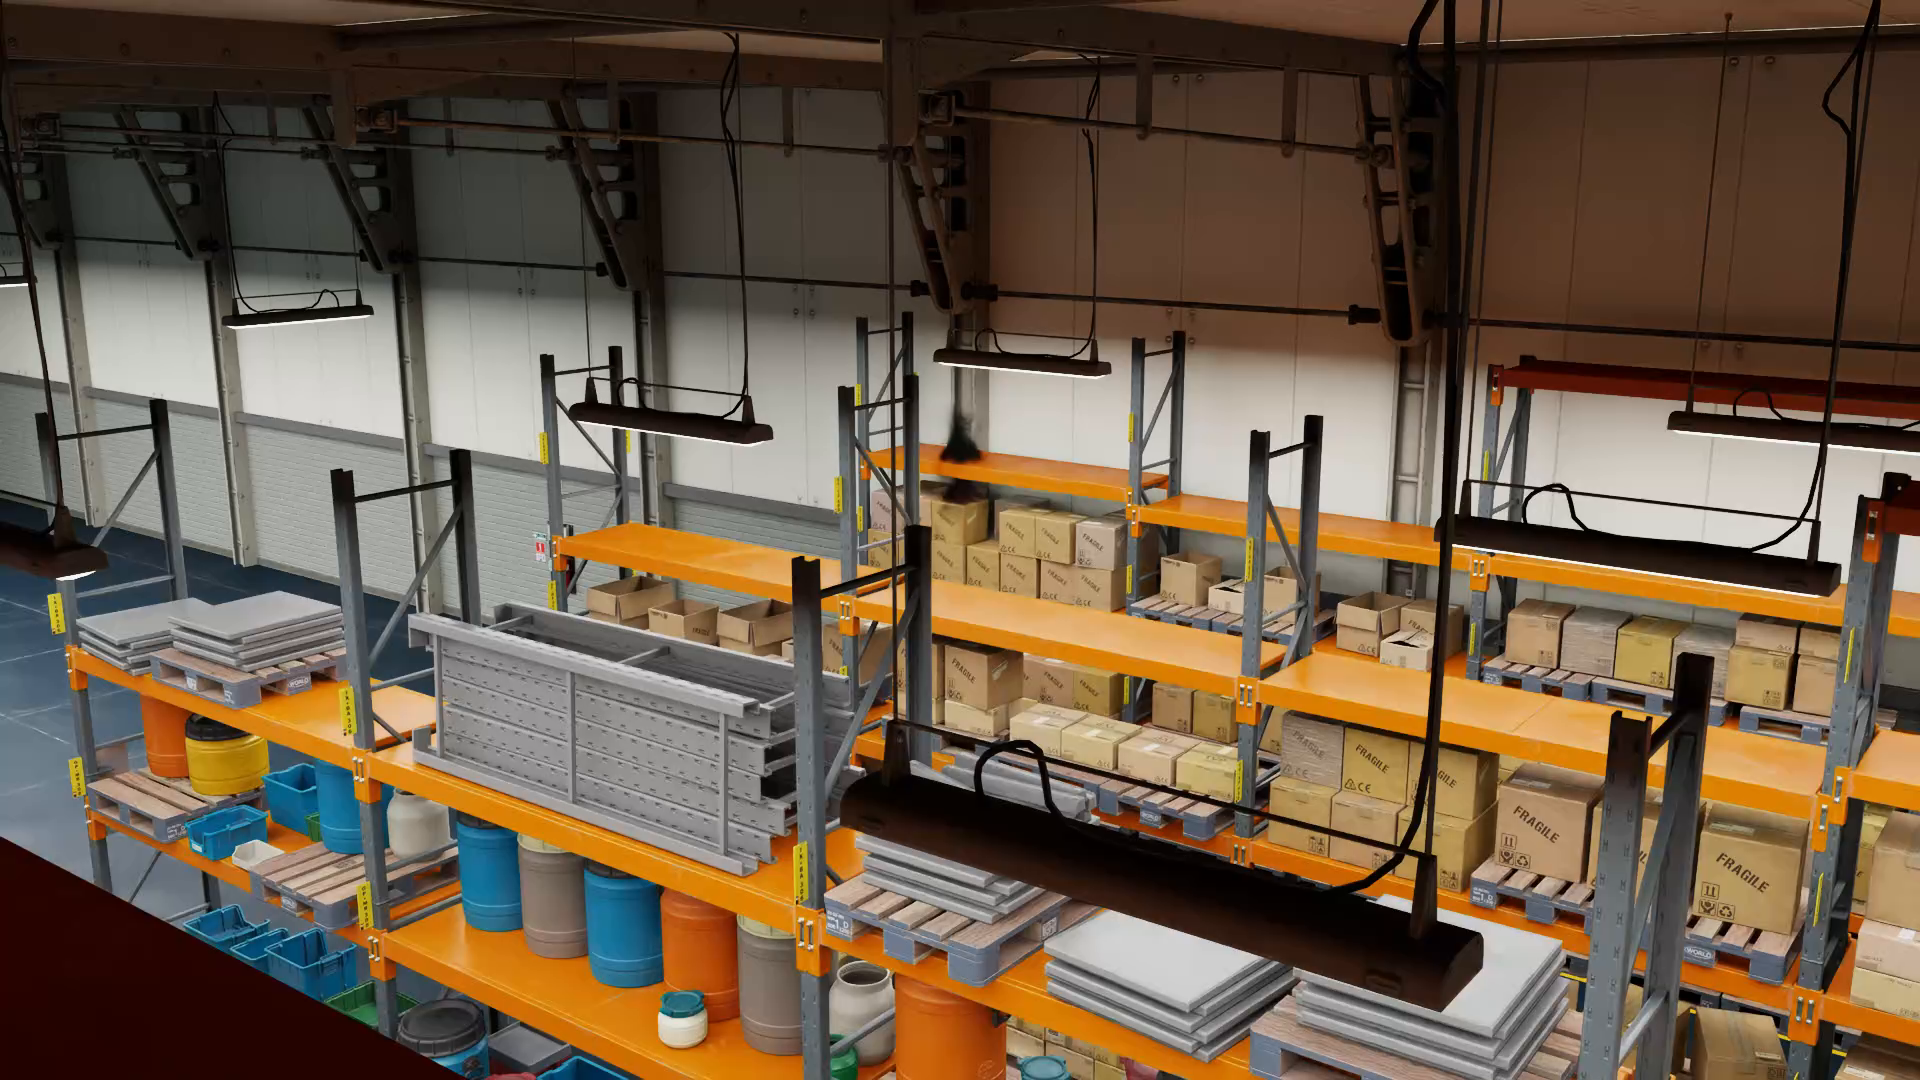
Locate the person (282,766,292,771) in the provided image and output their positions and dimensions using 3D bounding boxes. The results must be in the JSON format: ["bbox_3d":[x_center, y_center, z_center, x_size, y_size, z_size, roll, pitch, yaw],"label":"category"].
[{"bbox_3d":[-6.946,3.168,18.046,0.615,1.595,0.725,0,13,1],"label":"person"}]
